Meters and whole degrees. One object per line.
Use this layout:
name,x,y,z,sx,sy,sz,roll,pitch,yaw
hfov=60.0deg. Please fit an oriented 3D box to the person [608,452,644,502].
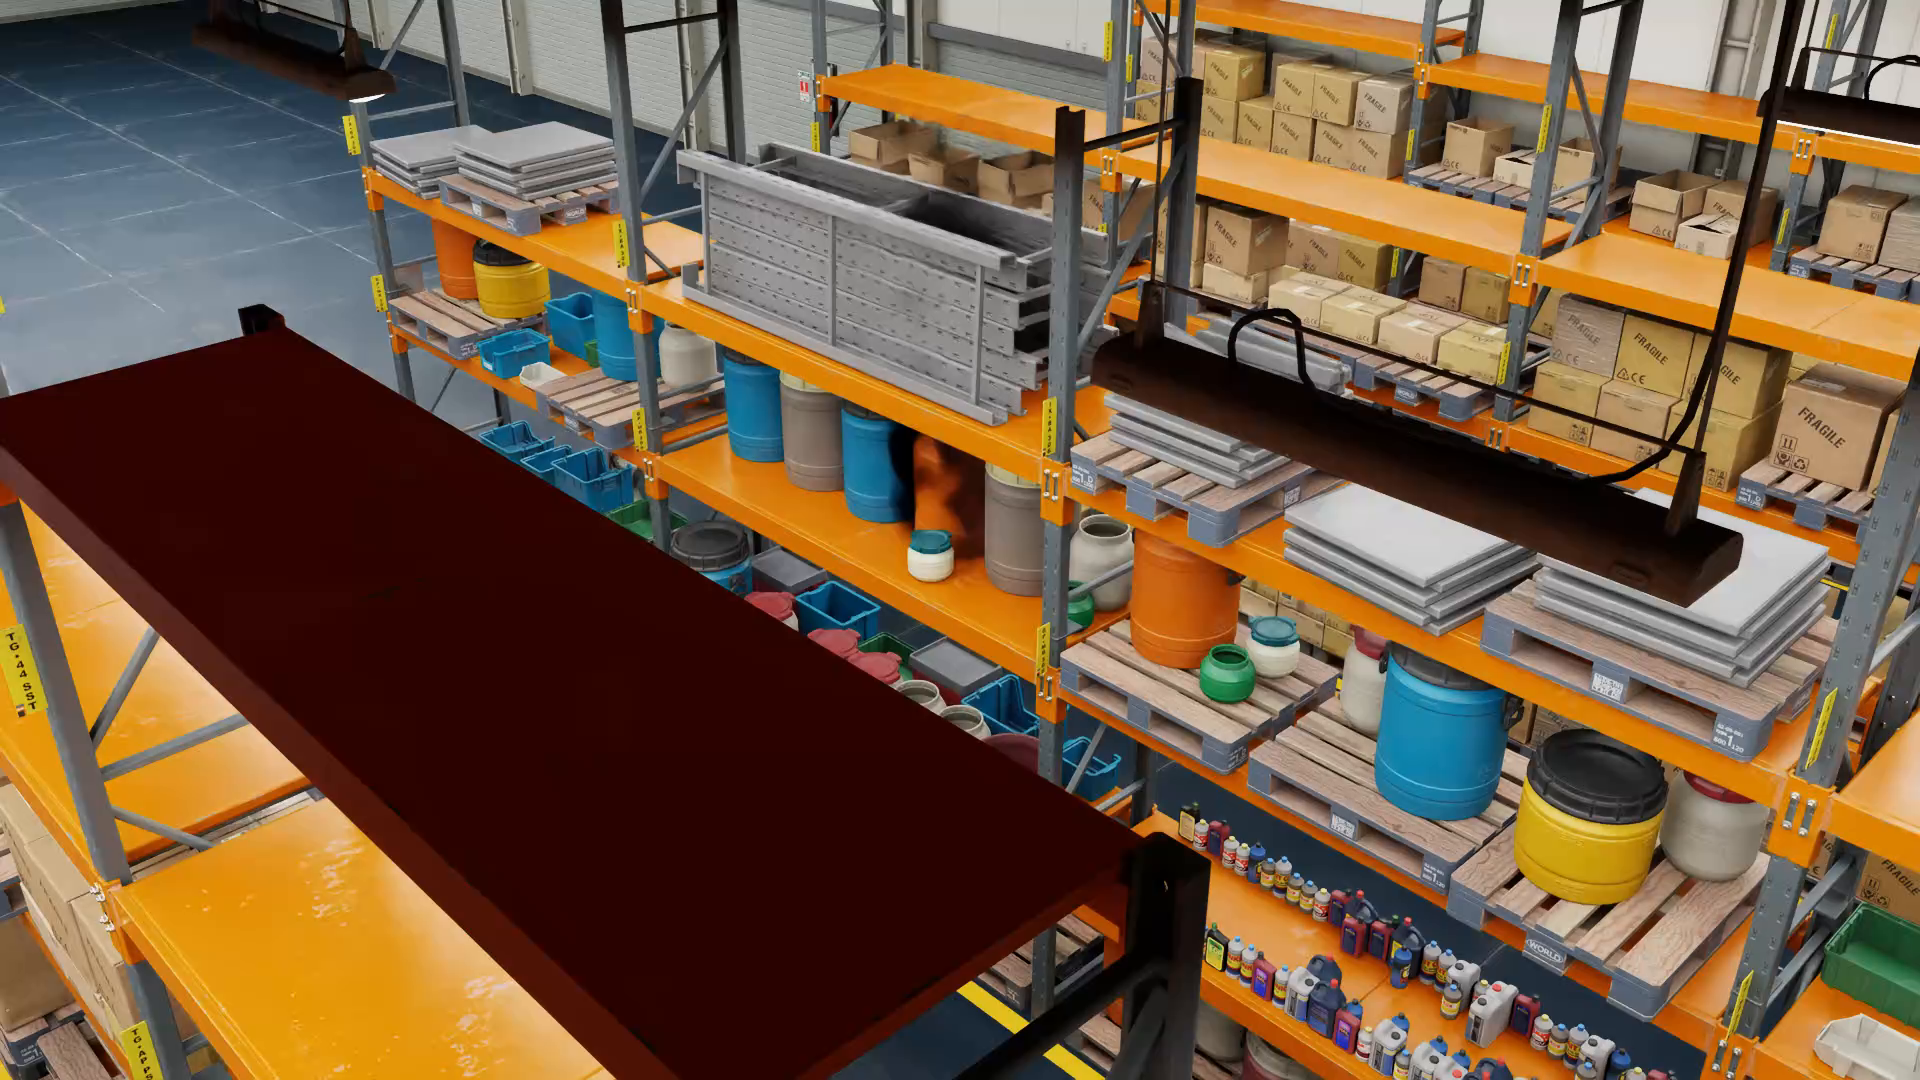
person,-3.323,-0.799,16.604,0.584,1.658,0.604,18,33,30
